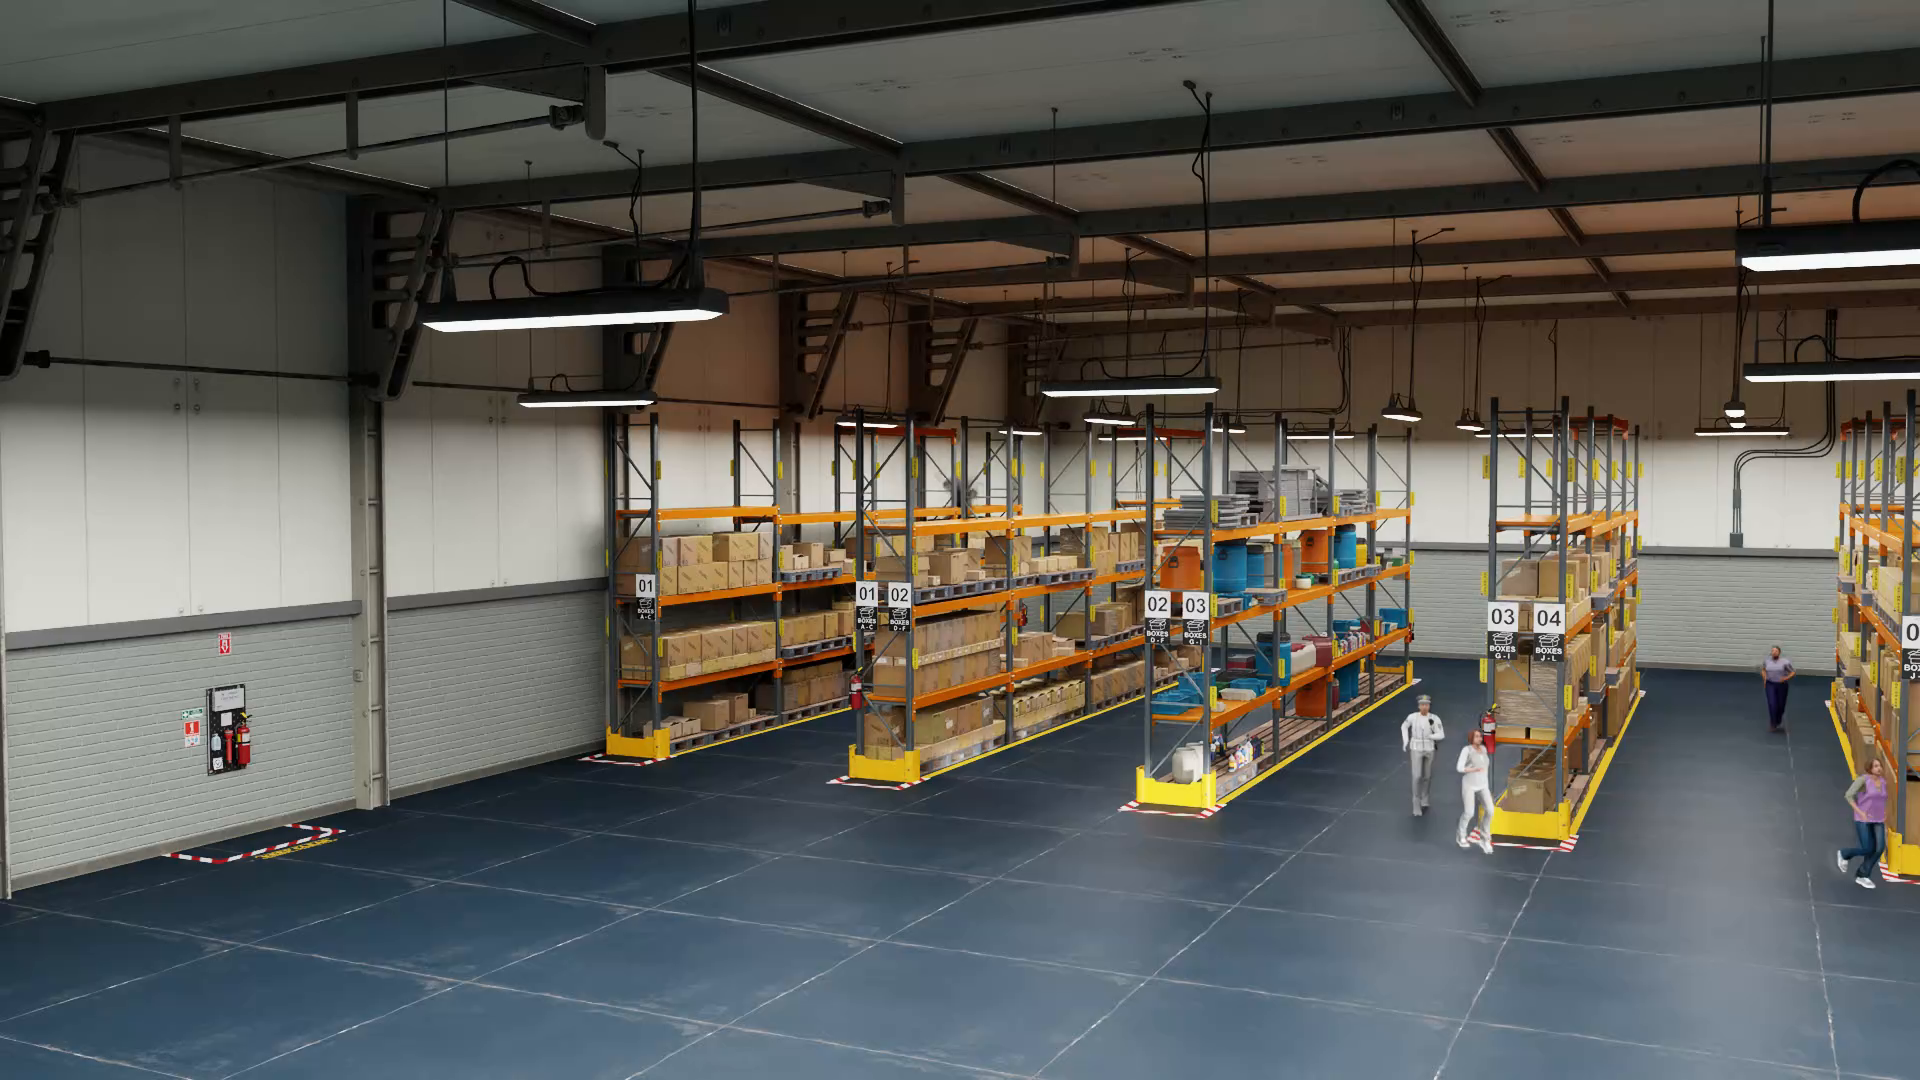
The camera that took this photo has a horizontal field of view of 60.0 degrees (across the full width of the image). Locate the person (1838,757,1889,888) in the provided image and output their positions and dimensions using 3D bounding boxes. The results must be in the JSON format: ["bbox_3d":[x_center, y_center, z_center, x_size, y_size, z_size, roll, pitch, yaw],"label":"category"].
[{"bbox_3d":[10.960,3.388,20.103,0.563,1.549,0.530,0,2,-10],"label":"person"}]

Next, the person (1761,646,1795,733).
[{"bbox_3d":[15.712,2.855,31.973,0.601,1.648,0.776,1,3,32],"label":"person"}]

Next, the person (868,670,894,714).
[{"bbox_3d":[-1.412,2.857,30.220,0.637,1.731,0.588,1,3,21],"label":"person"}]

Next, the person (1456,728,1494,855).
[{"bbox_3d":[6.750,3.288,21.790,0.538,1.643,0.623,-1,3,-17],"label":"person"}]

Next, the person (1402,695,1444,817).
[{"bbox_3d":[6.777,3.123,24.336,0.583,1.744,0.752,0,2,11],"label":"person"}]
